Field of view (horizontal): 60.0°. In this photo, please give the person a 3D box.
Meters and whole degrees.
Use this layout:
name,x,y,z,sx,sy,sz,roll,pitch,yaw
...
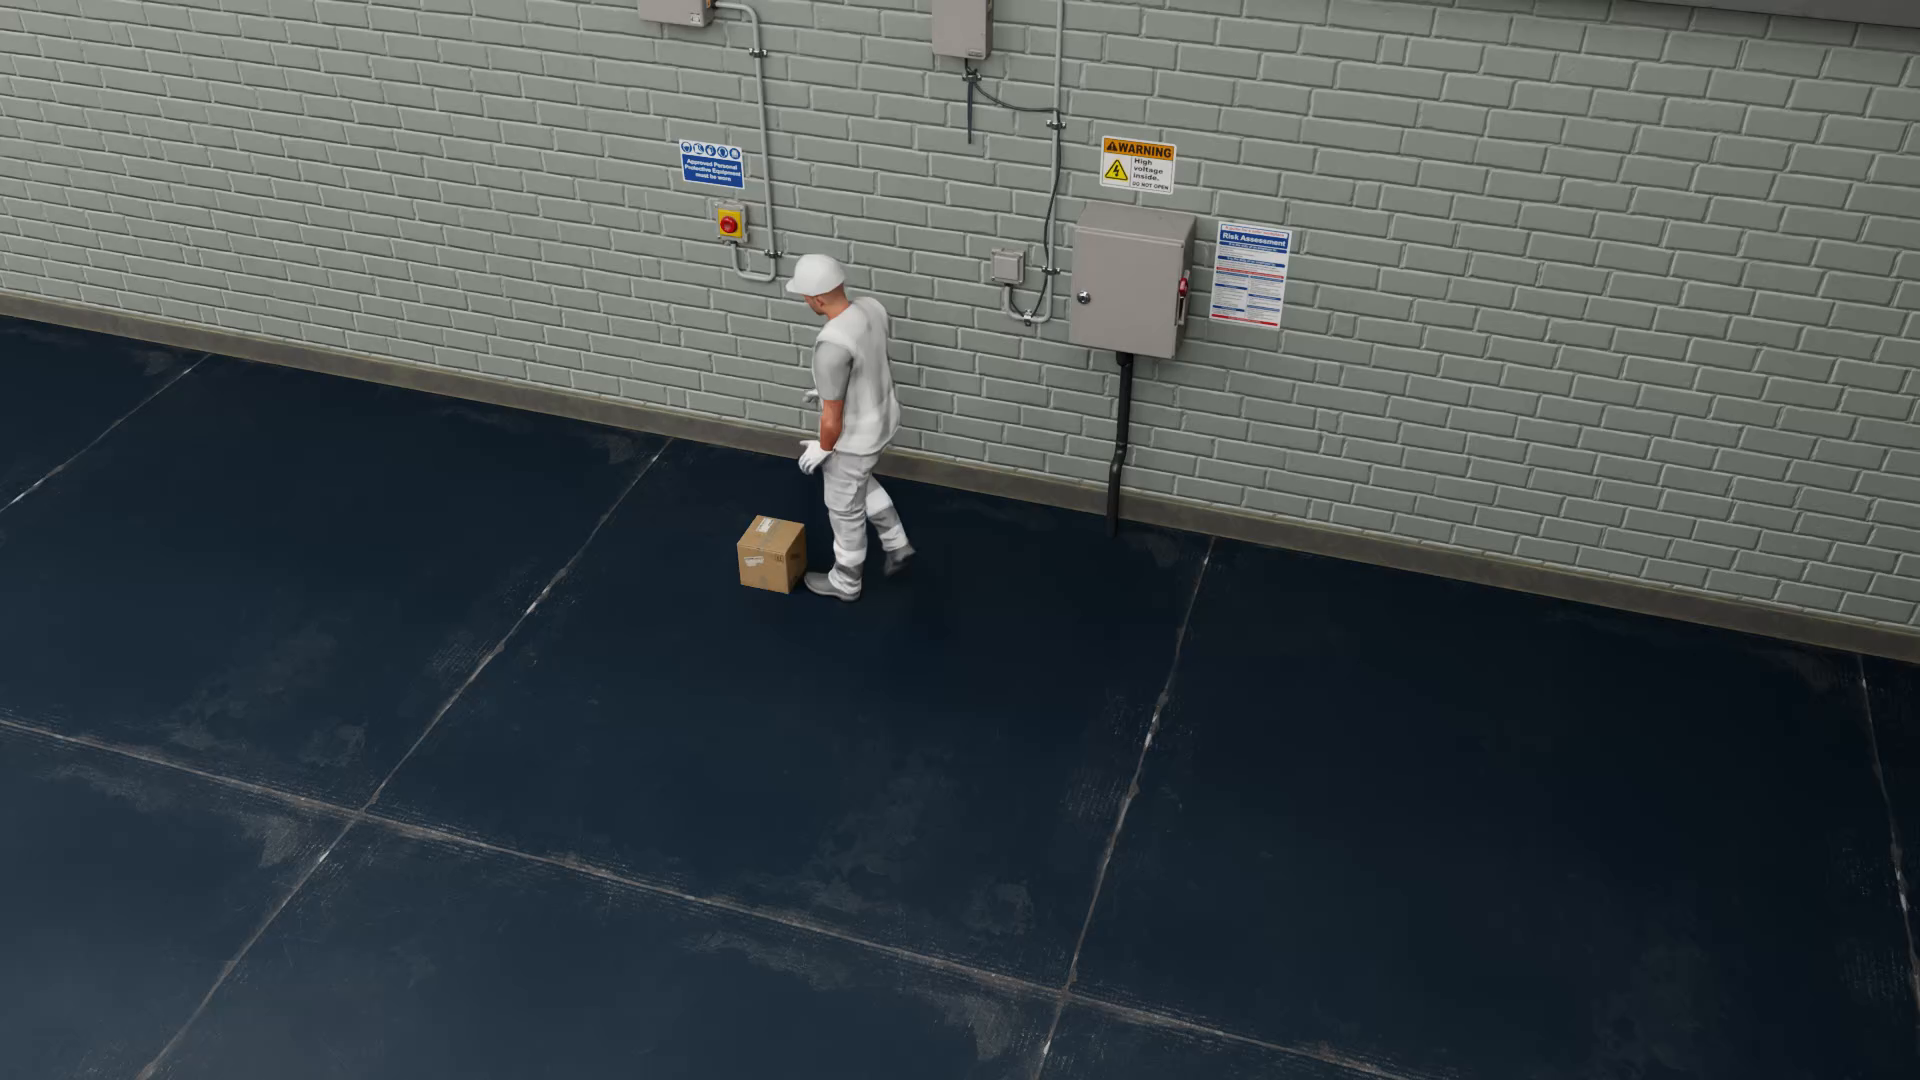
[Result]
name,x,y,z,sx,sy,sz,roll,pitch,yaw
person,-0.523,-0.485,7.521,0.589,1.775,0.544,15,39,19
